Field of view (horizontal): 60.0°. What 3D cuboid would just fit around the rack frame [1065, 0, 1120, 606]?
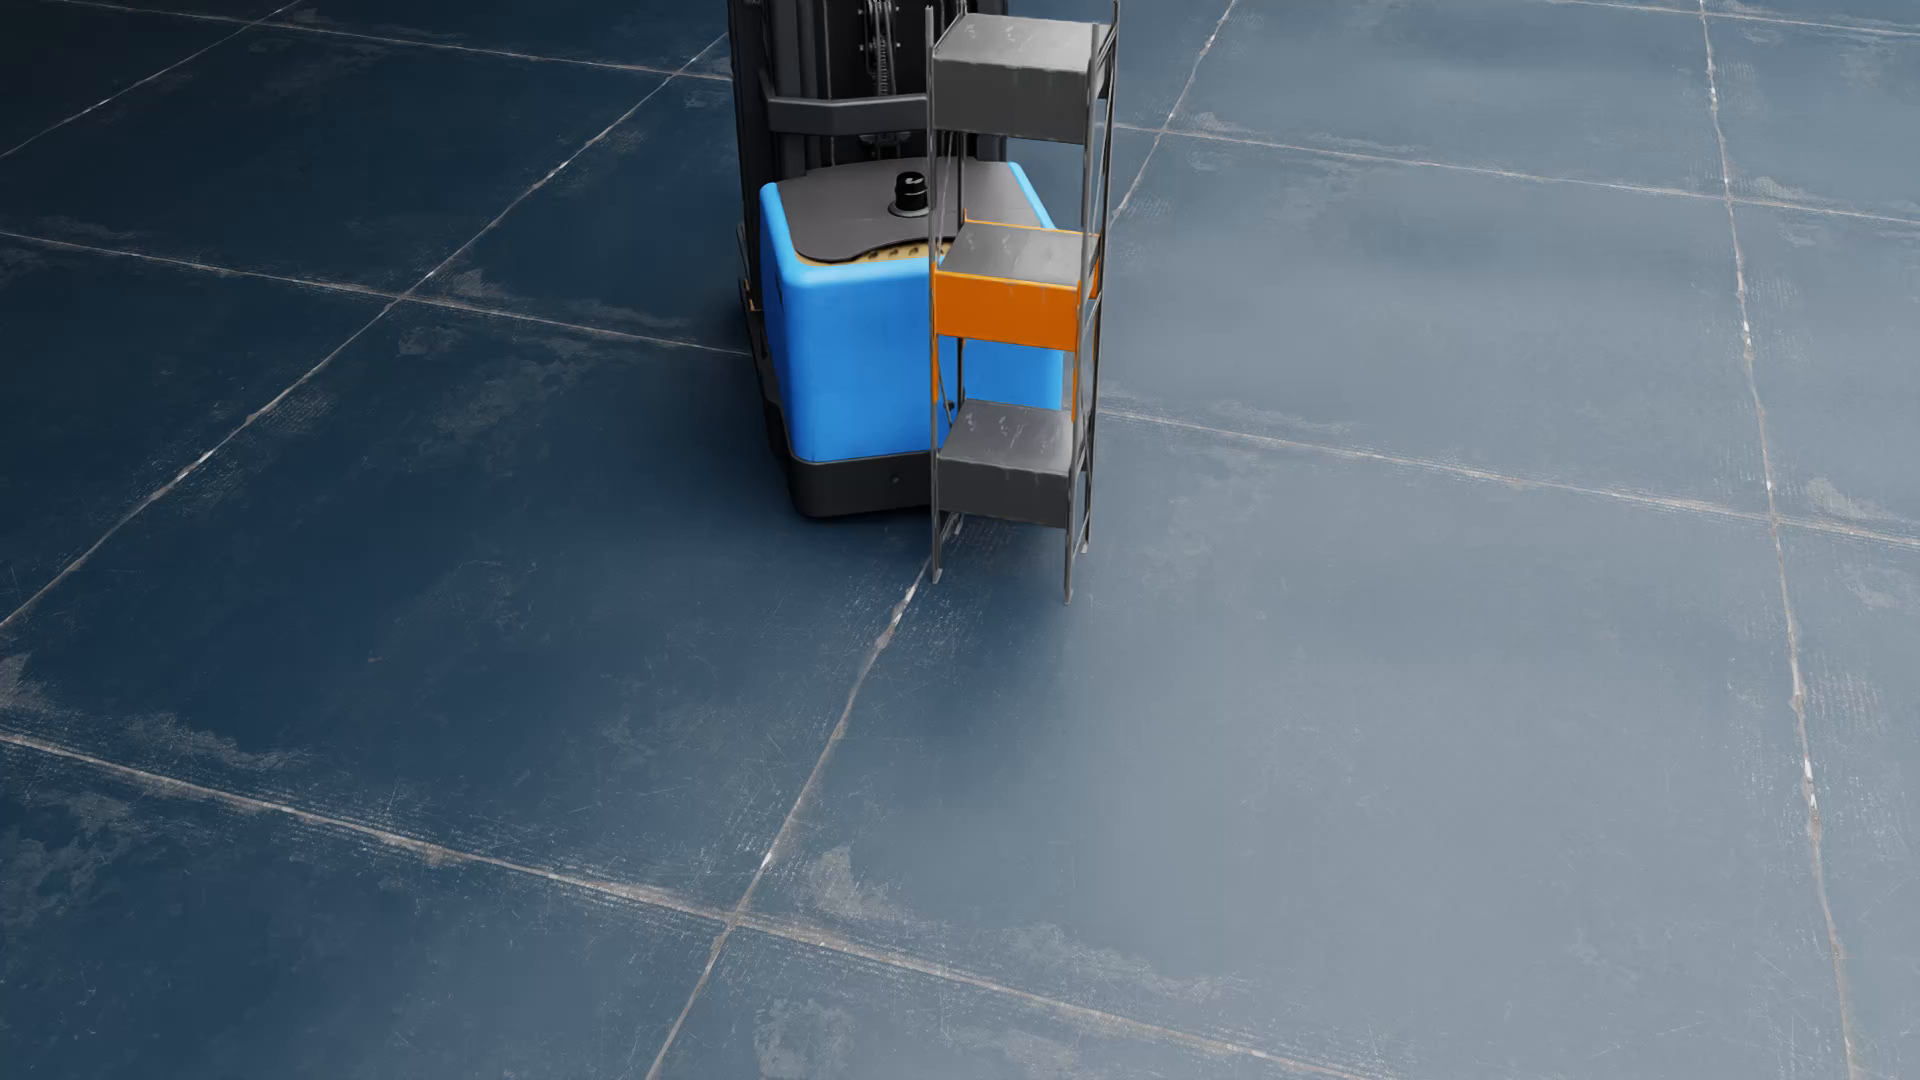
[{"bbox_3d":[0.429,-0.724,5.463,0.015,2.100,0.400,9,37,11],"label":"rack frame"}]

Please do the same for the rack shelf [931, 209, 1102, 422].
[{"bbox_3d":[0.193,-0.749,5.520,0.480,0.518,0.431,9,37,11],"label":"rack shelf"}]

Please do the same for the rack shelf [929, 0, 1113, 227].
[{"bbox_3d":[0.193,-1.313,5.105,0.480,0.518,0.431,9,37,11],"label":"rack shelf"}]

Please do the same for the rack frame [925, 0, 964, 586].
[{"bbox_3d":[-0.043,-0.796,5.560,0.015,2.100,0.400,9,37,11],"label":"rack frame"}]

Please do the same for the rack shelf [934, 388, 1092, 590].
[{"bbox_3d":[0.193,-0.185,5.935,0.480,0.518,0.431,9,37,11],"label":"rack shelf"}]

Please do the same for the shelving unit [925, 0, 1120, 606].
[{"bbox_3d":[0.193,-0.760,5.512,0.503,2.100,0.431,9,37,11],"label":"shelving unit"}]

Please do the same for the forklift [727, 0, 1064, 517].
[{"bbox_3d":[-0.402,-2.138,6.682,1.130,2.935,3.031,-7,37,-9],"label":"forklift"}]
